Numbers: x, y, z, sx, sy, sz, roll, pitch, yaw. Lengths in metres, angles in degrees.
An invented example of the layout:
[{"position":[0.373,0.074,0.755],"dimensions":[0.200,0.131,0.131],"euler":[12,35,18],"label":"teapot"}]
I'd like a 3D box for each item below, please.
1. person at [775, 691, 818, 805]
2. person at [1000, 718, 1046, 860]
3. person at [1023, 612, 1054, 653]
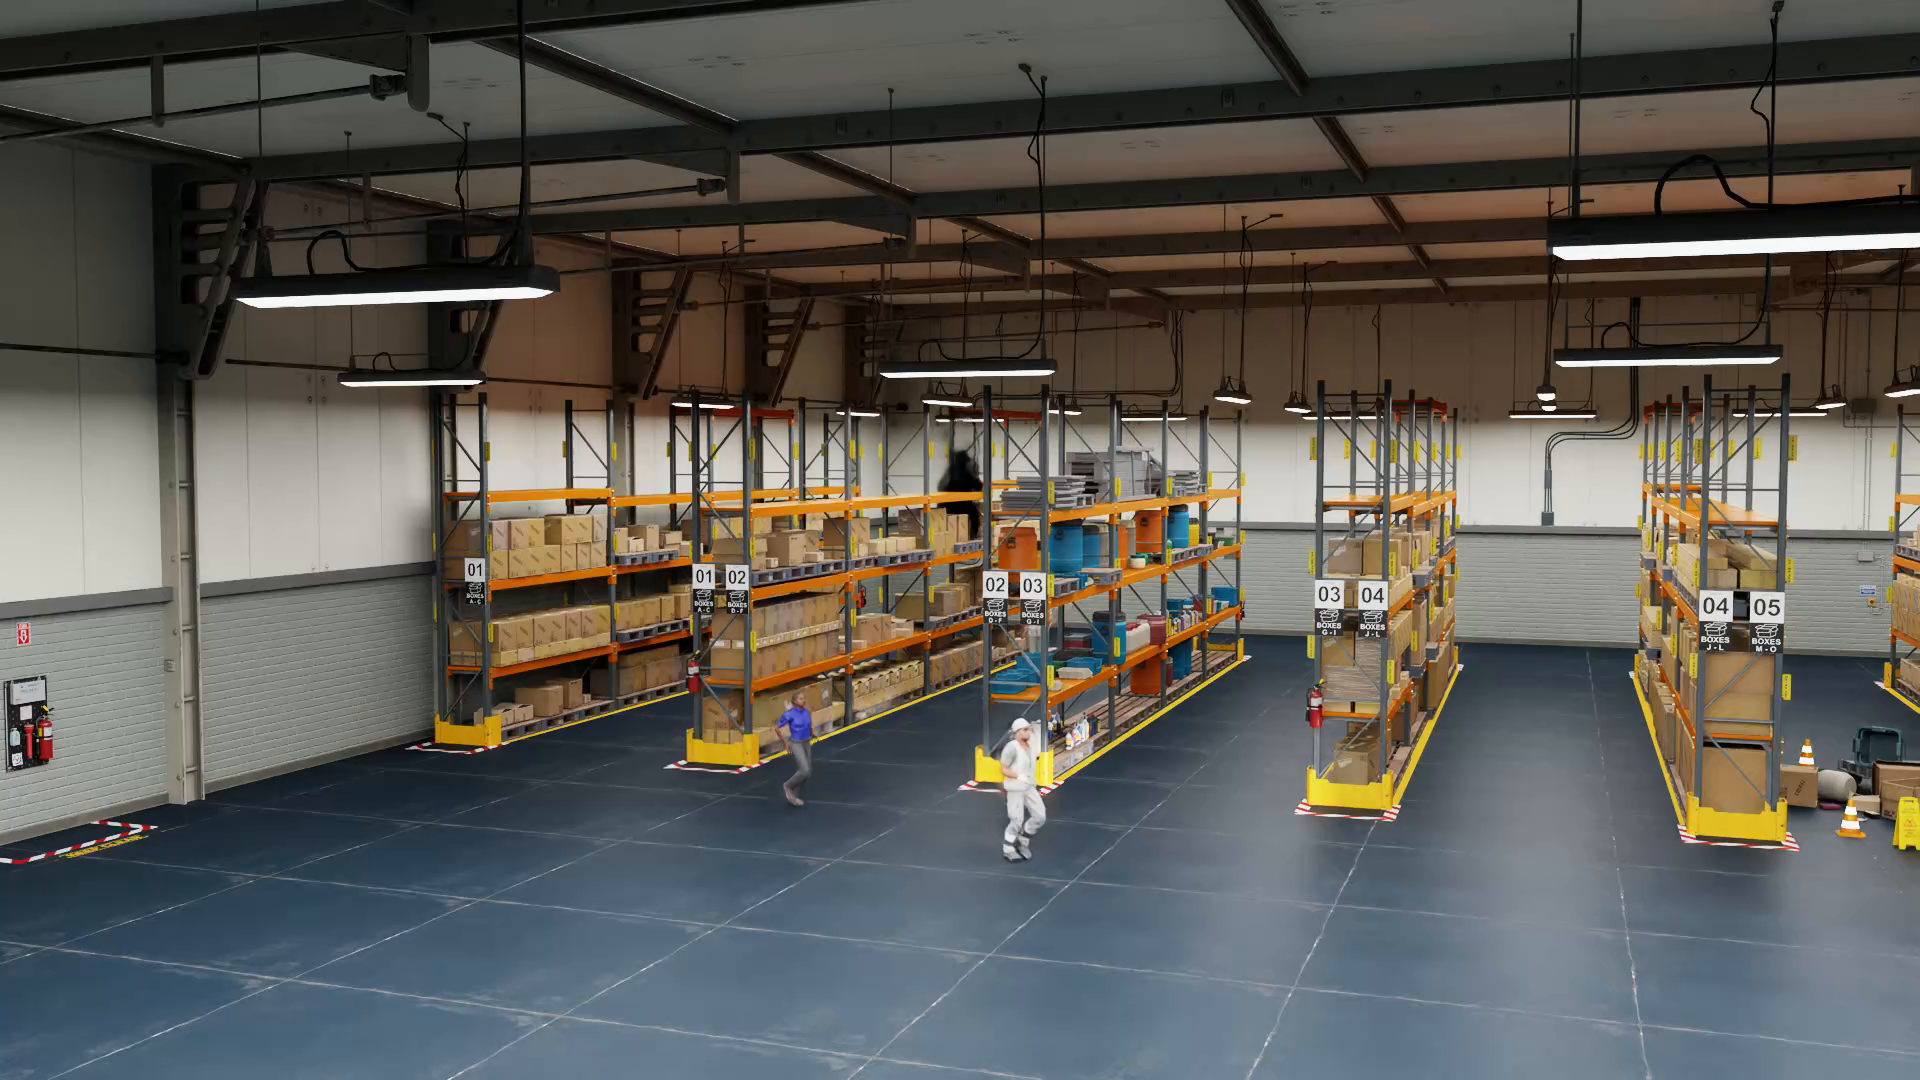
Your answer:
[{"position":[-2.228,2.939,23.407],"dimensions":[0.568,1.613,0.560],"euler":[2,4,39],"label":"person"},{"position":[0.766,3.038,20.203],"dimensions":[0.635,1.754,0.652],"euler":[-3,4,-41],"label":"person"},{"position":[1.632,1.993,34.906],"dimensions":[0.672,1.753,0.543],"euler":[0,3,9],"label":"person"}]
